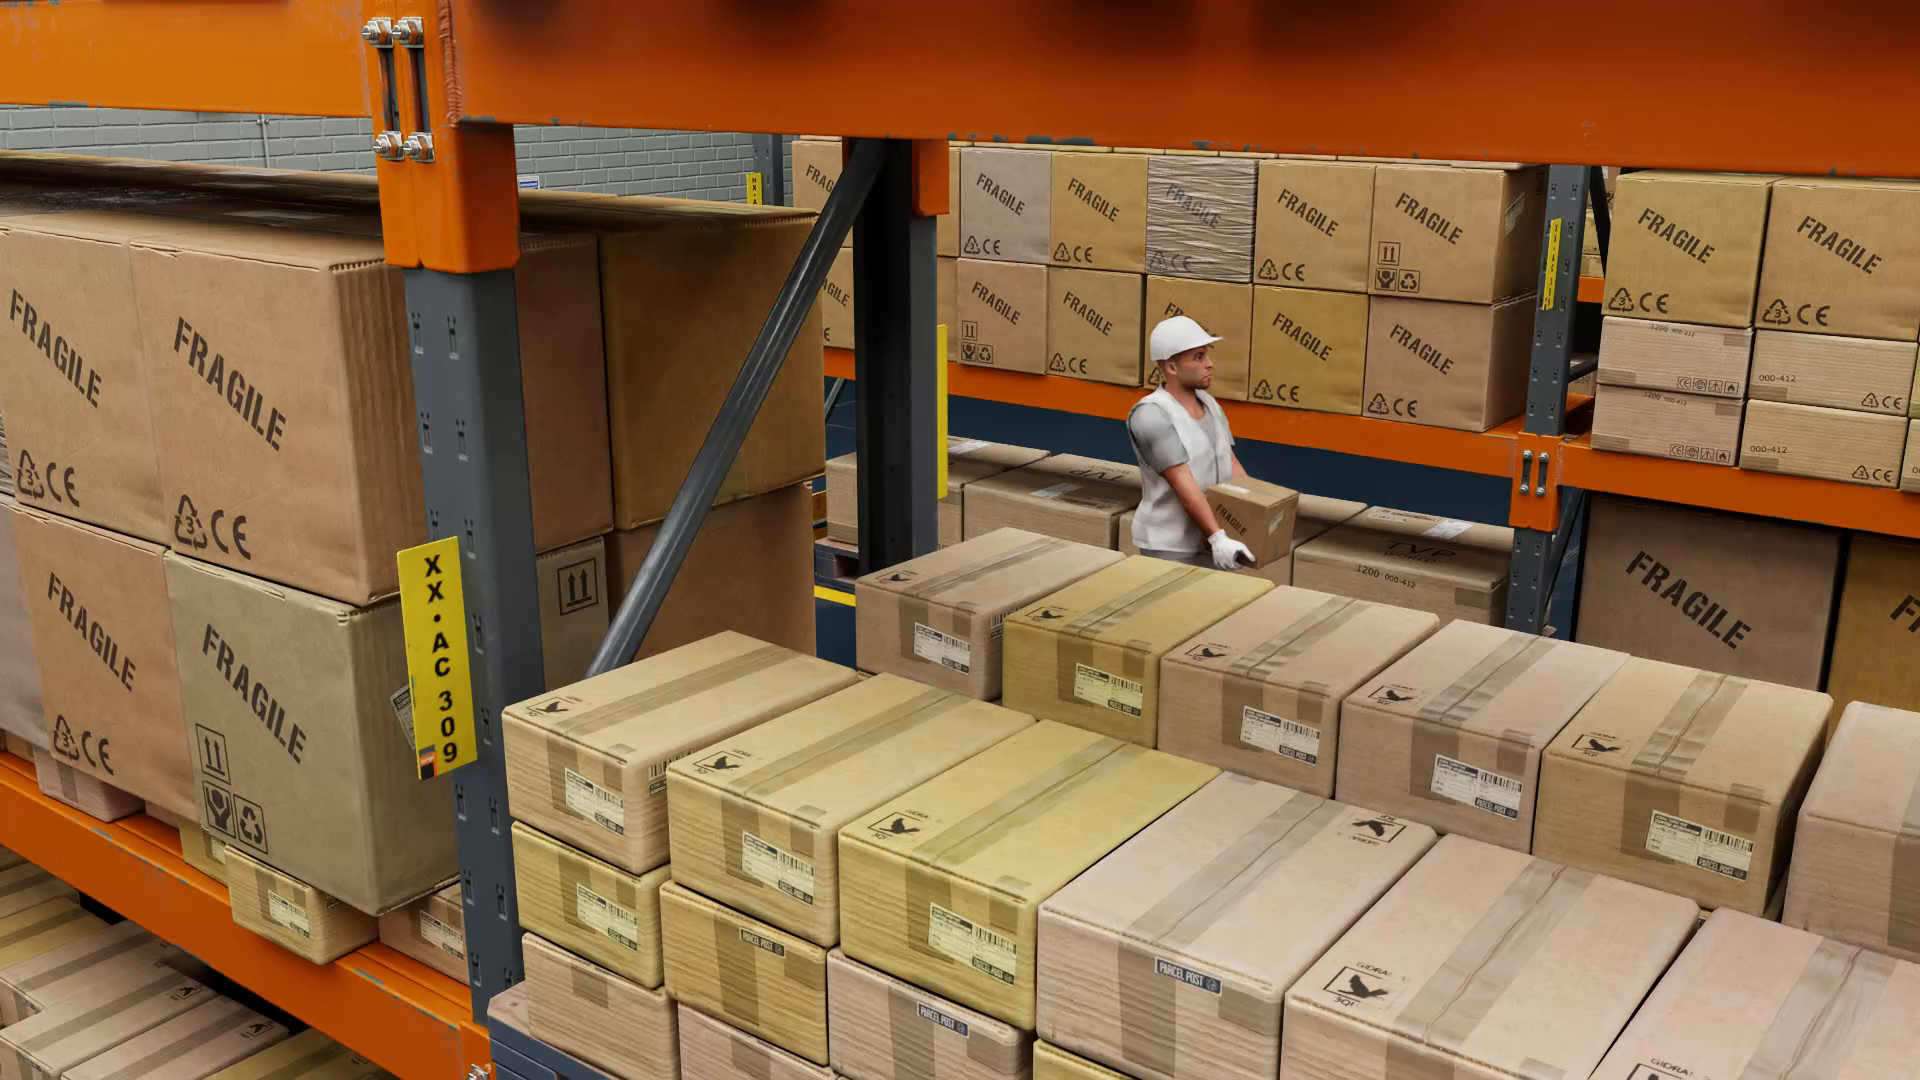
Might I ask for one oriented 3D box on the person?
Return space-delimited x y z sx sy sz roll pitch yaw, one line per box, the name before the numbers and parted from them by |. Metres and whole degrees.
person | 0.937 0.056 6.313 0.559 1.782 0.494 12 20 36
